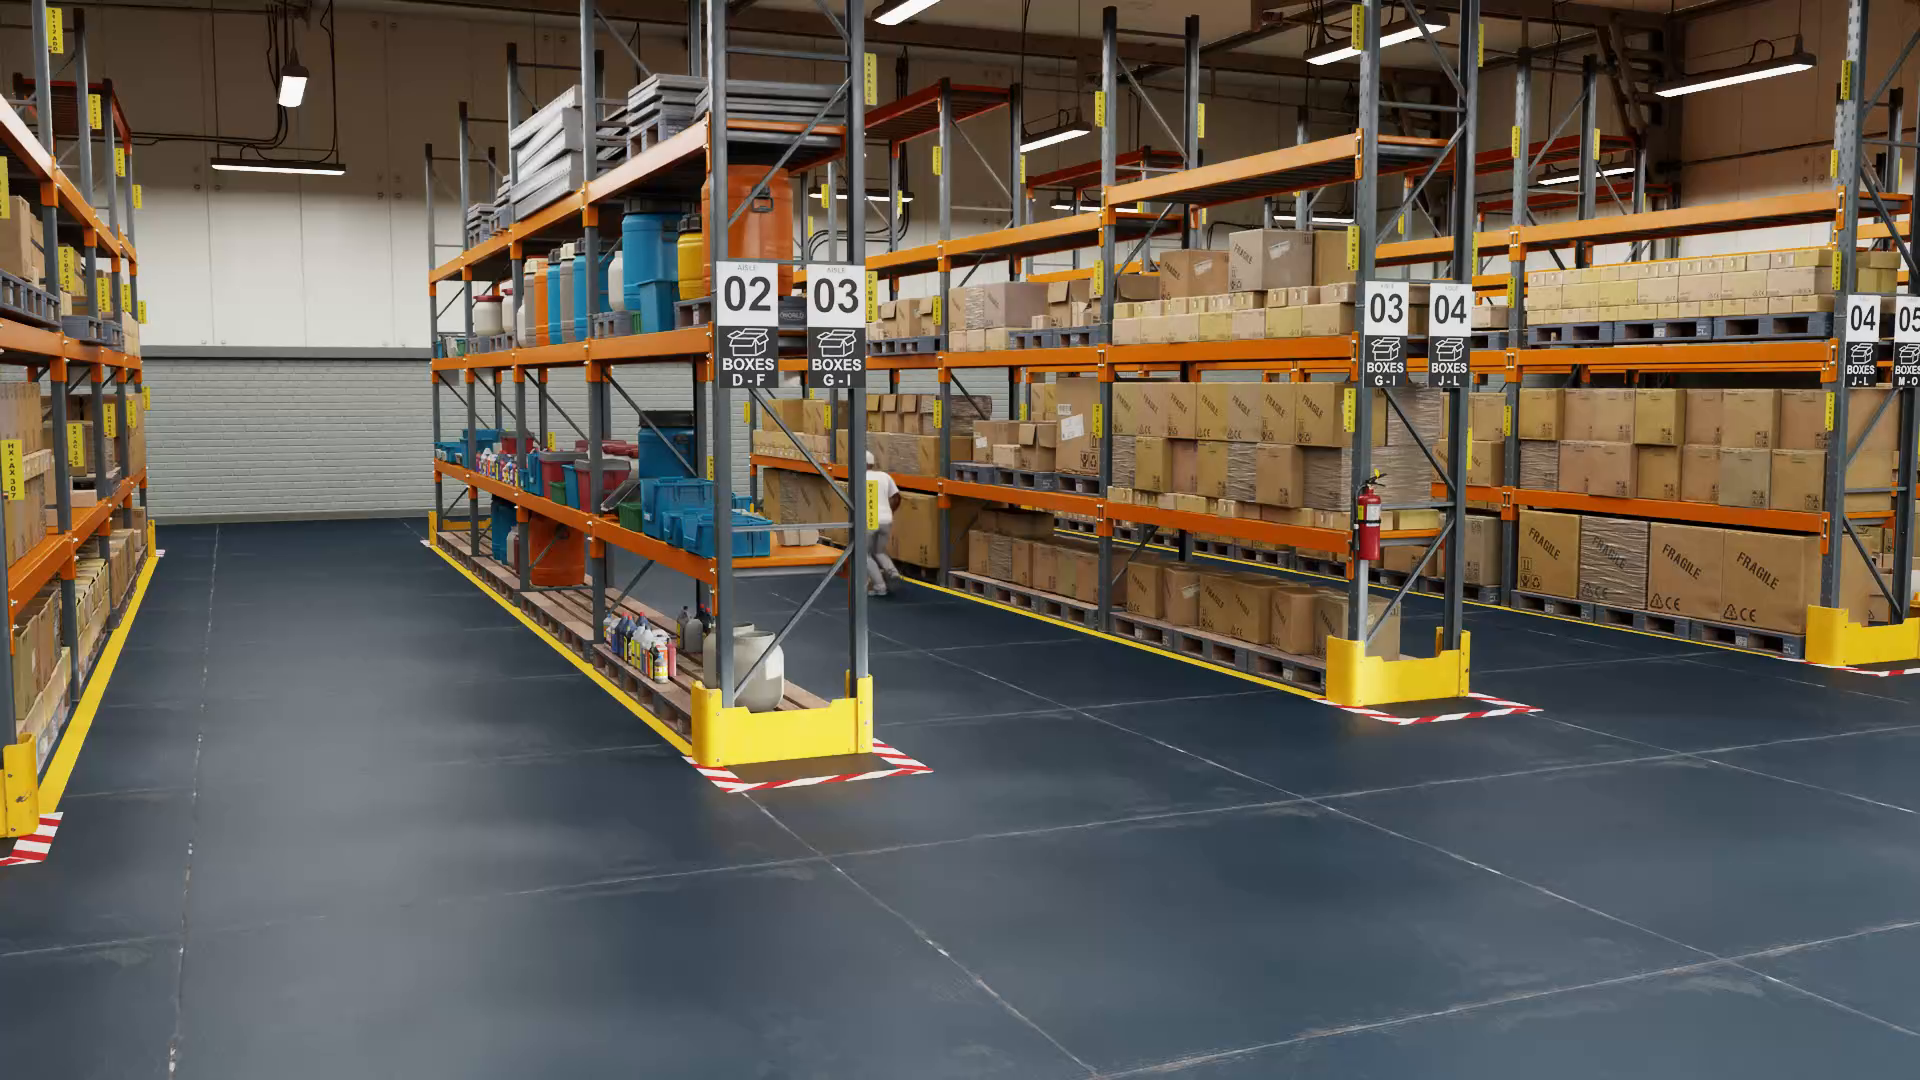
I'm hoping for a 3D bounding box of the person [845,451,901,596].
[{"bbox_3d":[-0.992,-0.185,19.177,0.727,1.666,0.767,-3,6,-31],"label":"person"}]
